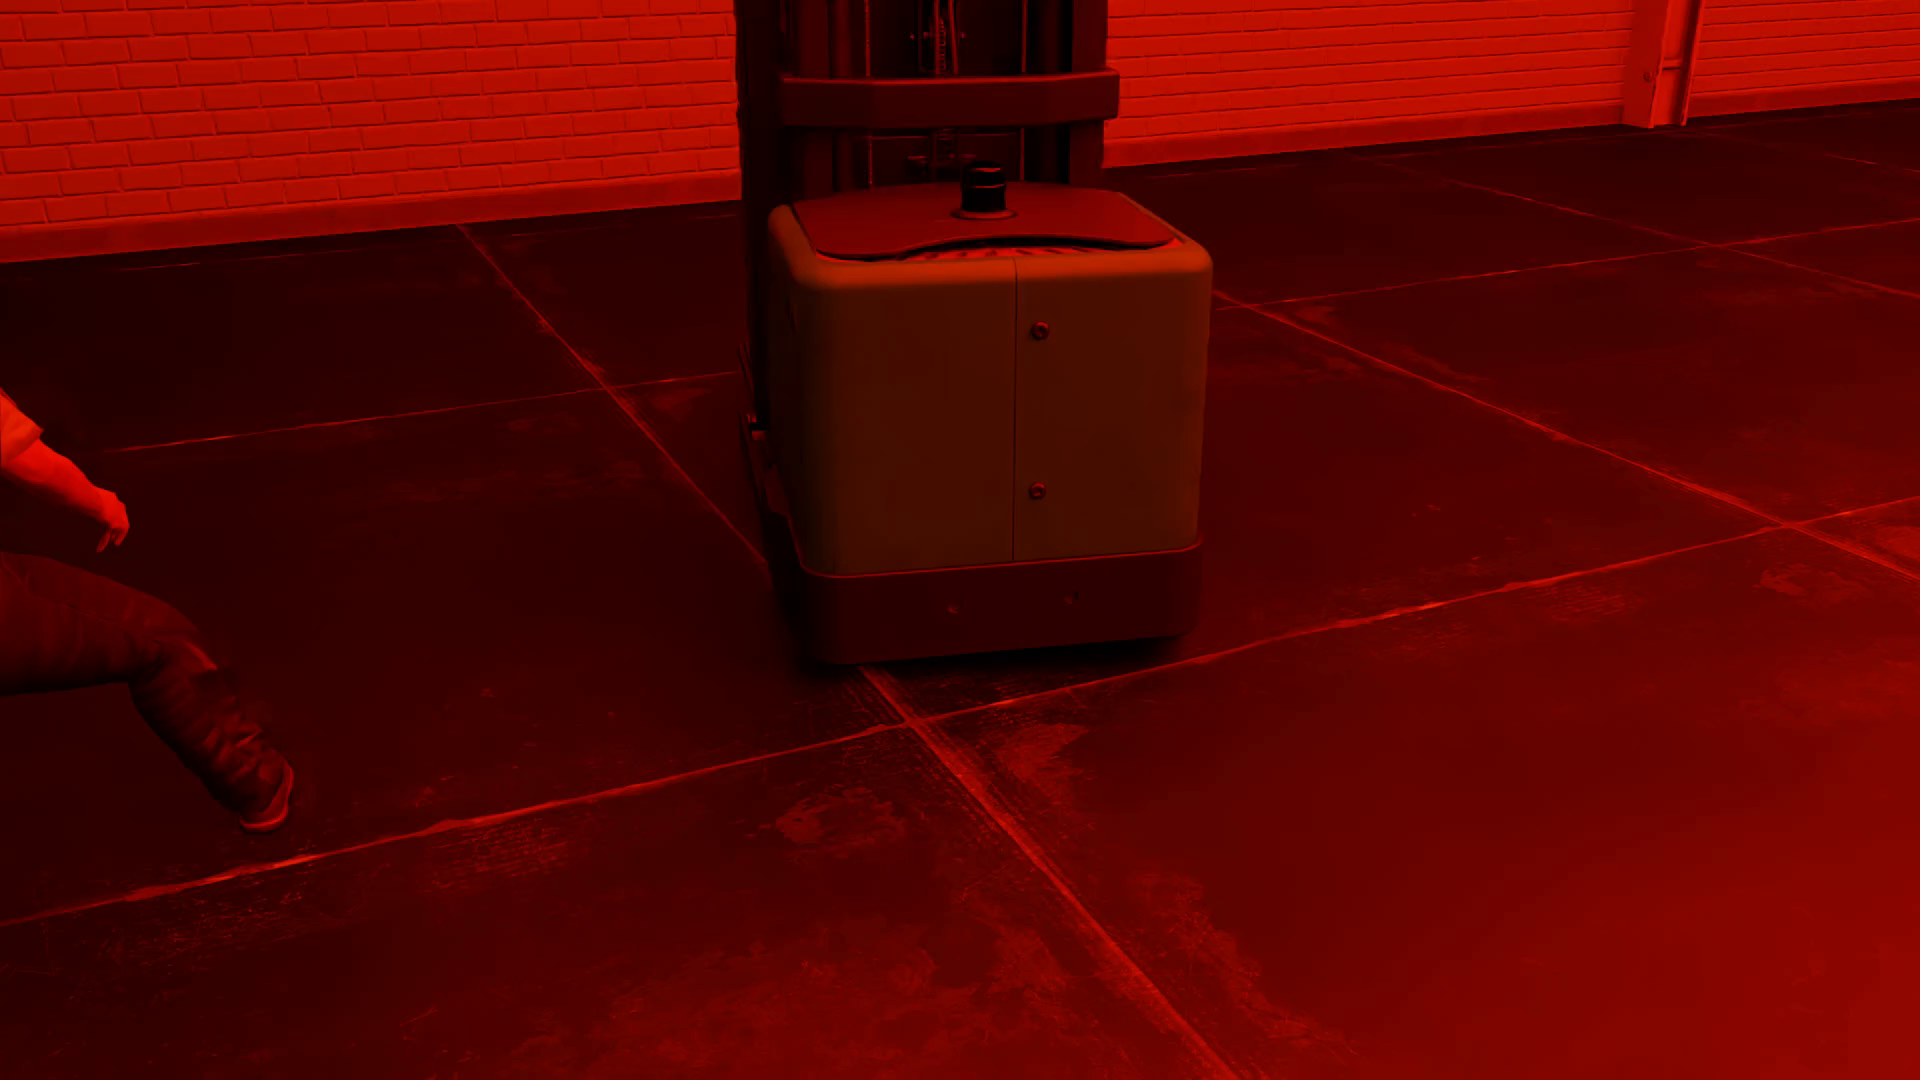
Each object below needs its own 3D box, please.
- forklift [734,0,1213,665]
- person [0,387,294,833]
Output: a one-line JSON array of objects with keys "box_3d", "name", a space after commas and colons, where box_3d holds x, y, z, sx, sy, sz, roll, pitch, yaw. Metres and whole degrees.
[{"box_3d": [-0.158, -1.576, 5.080, 1.130, 2.935, 3.031, -4, 23, -10], "name": "forklift"}, {"box_3d": [-1.966, 0.071, 3.092, 1.054, 1.491, 0.943, -1, 23, -2], "name": "person"}]
